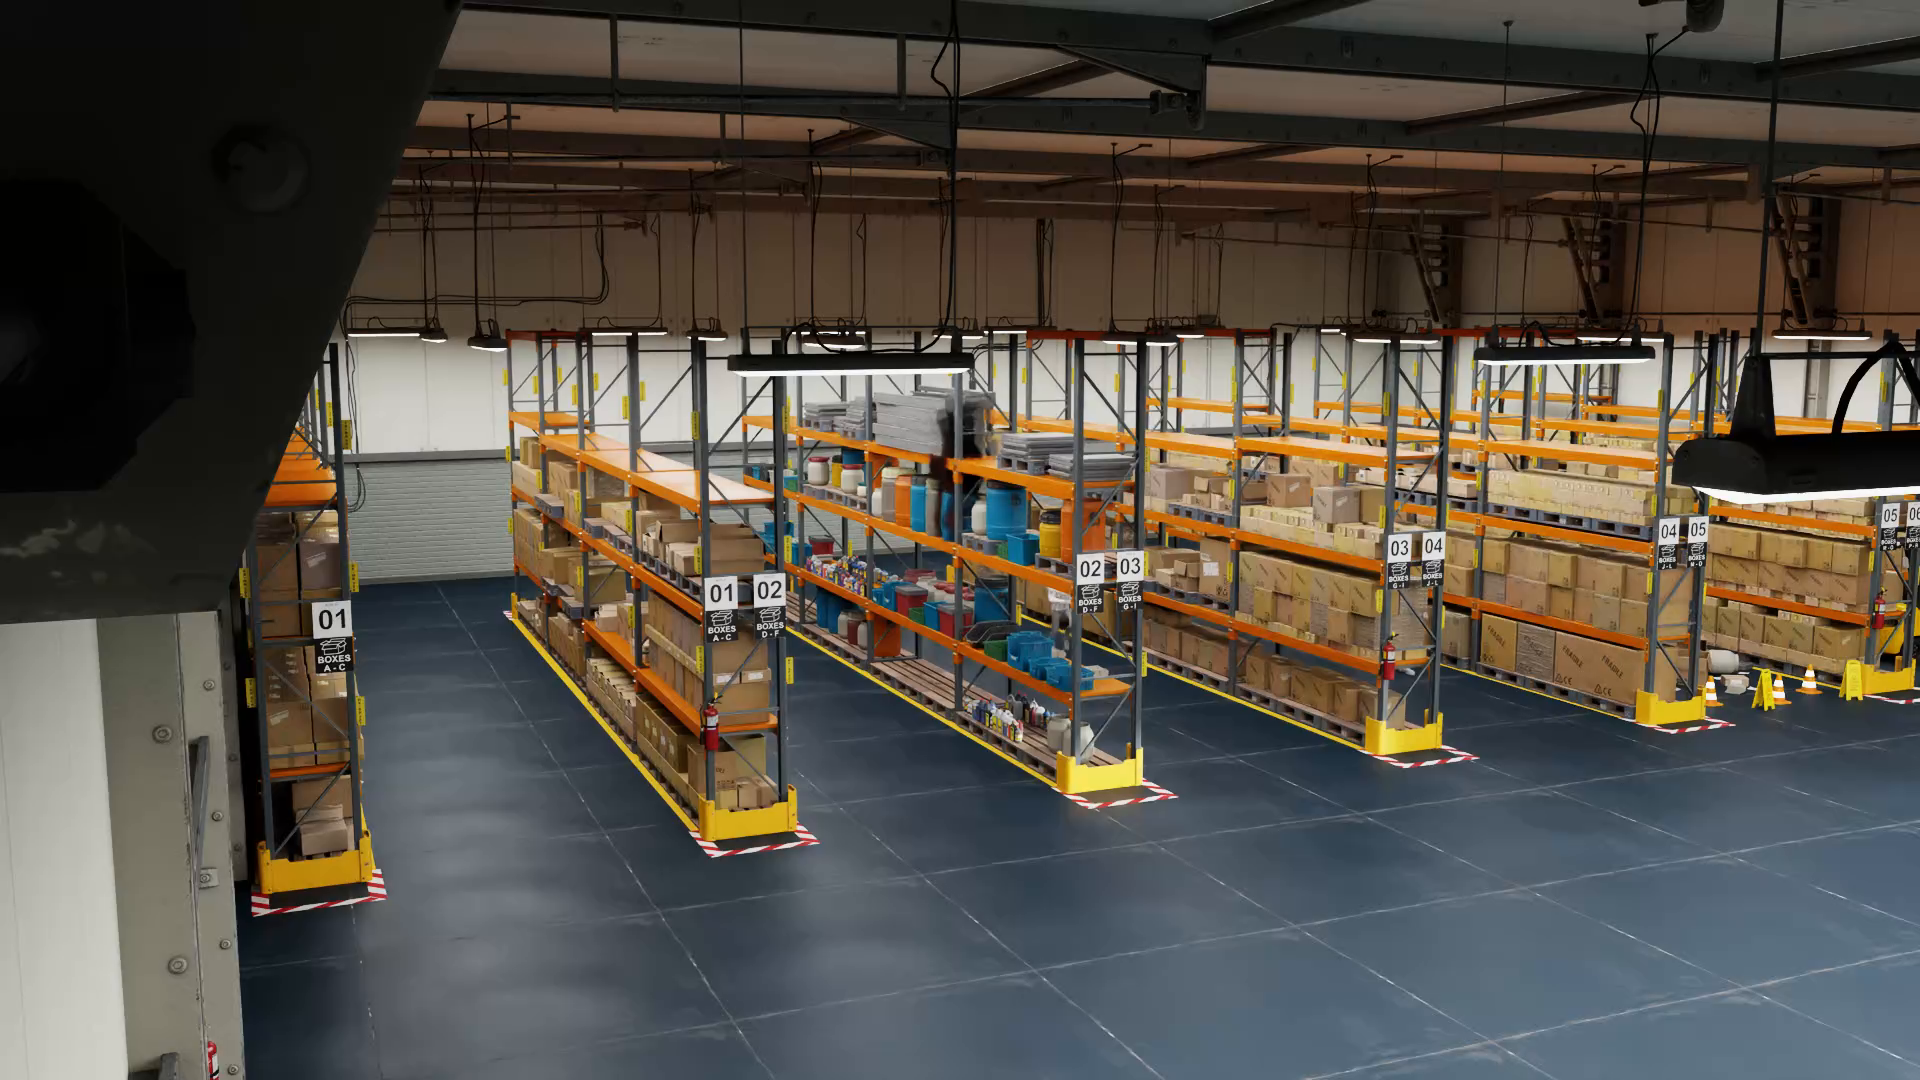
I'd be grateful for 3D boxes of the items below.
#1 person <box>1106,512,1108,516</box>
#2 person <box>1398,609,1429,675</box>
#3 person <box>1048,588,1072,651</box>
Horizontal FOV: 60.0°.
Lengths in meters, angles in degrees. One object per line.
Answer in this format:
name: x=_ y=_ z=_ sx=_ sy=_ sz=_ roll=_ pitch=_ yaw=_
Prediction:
person: x=3.310 y=0.134 z=39.850 sx=0.708 sy=1.660 sz=0.750 roll=0 pitch=8 yaw=2
person: x=7.946 y=1.501 z=29.382 sx=0.696 sy=1.712 sz=0.653 roll=-5 pitch=9 yaw=-35
person: x=1.867 y=1.297 z=30.648 sx=0.584 sy=1.653 sz=0.813 roll=-3 pitch=8 yaw=-19
